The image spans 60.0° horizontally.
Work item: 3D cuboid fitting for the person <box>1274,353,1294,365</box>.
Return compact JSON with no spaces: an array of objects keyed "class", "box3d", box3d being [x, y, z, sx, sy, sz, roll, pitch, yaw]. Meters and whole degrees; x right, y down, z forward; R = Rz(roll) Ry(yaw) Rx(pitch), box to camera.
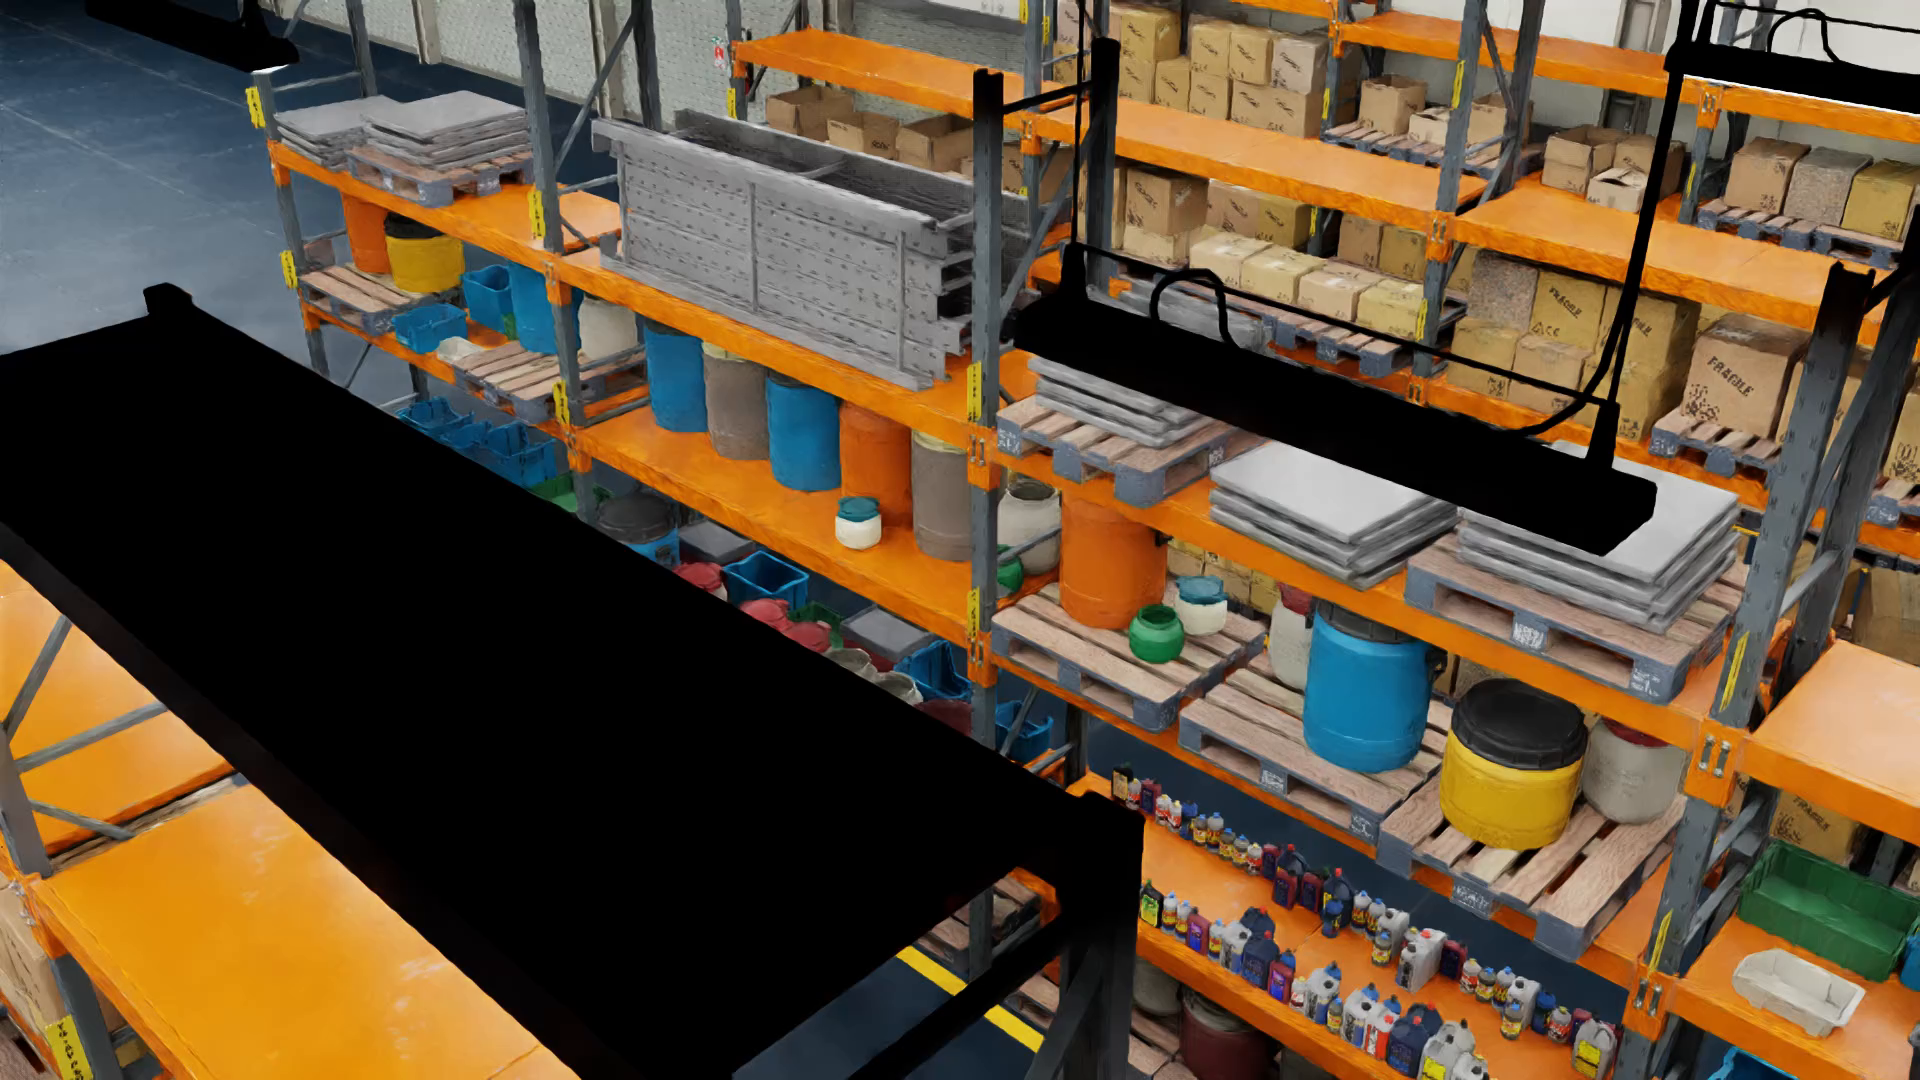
[{"class":"person","box3d":[3.376,-1.633,17.517,0.999,1.567,0.478,19,35,30]}]
